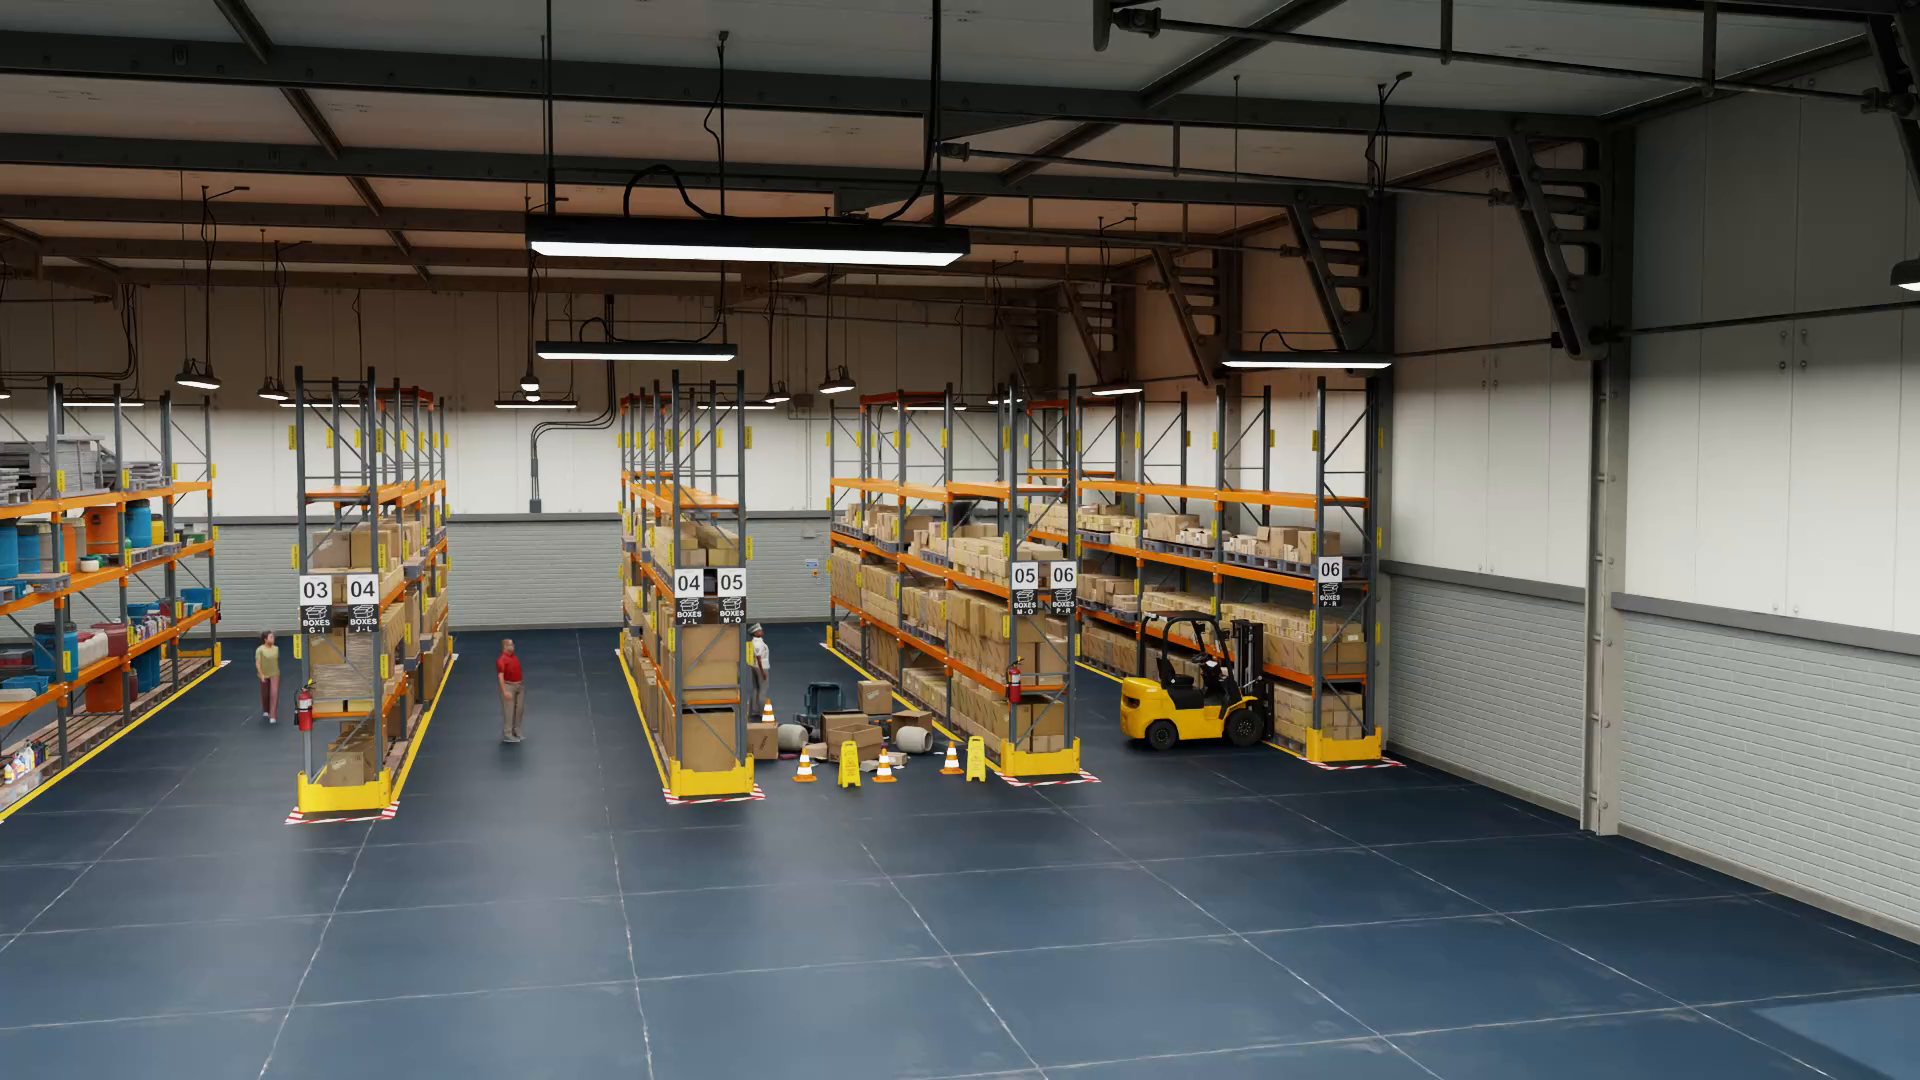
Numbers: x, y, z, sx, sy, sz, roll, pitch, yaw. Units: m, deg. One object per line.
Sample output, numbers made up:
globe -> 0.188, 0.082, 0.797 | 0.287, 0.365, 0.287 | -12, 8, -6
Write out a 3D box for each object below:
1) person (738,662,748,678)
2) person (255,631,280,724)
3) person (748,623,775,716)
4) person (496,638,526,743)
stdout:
person -> -4.766, 2.024, 35.109 | 0.531, 1.781, 0.611 | -1, 4, -18
person -> -12.303, 2.424, 29.569 | 0.411, 1.626, 0.978 | -1, 4, -19
person -> -3.639, 2.356, 30.264 | 0.427, 1.704, 0.477 | -2, 4, -27
person -> -7.457, 2.507, 27.684 | 0.446, 1.747, 0.595 | 2, 4, 27
